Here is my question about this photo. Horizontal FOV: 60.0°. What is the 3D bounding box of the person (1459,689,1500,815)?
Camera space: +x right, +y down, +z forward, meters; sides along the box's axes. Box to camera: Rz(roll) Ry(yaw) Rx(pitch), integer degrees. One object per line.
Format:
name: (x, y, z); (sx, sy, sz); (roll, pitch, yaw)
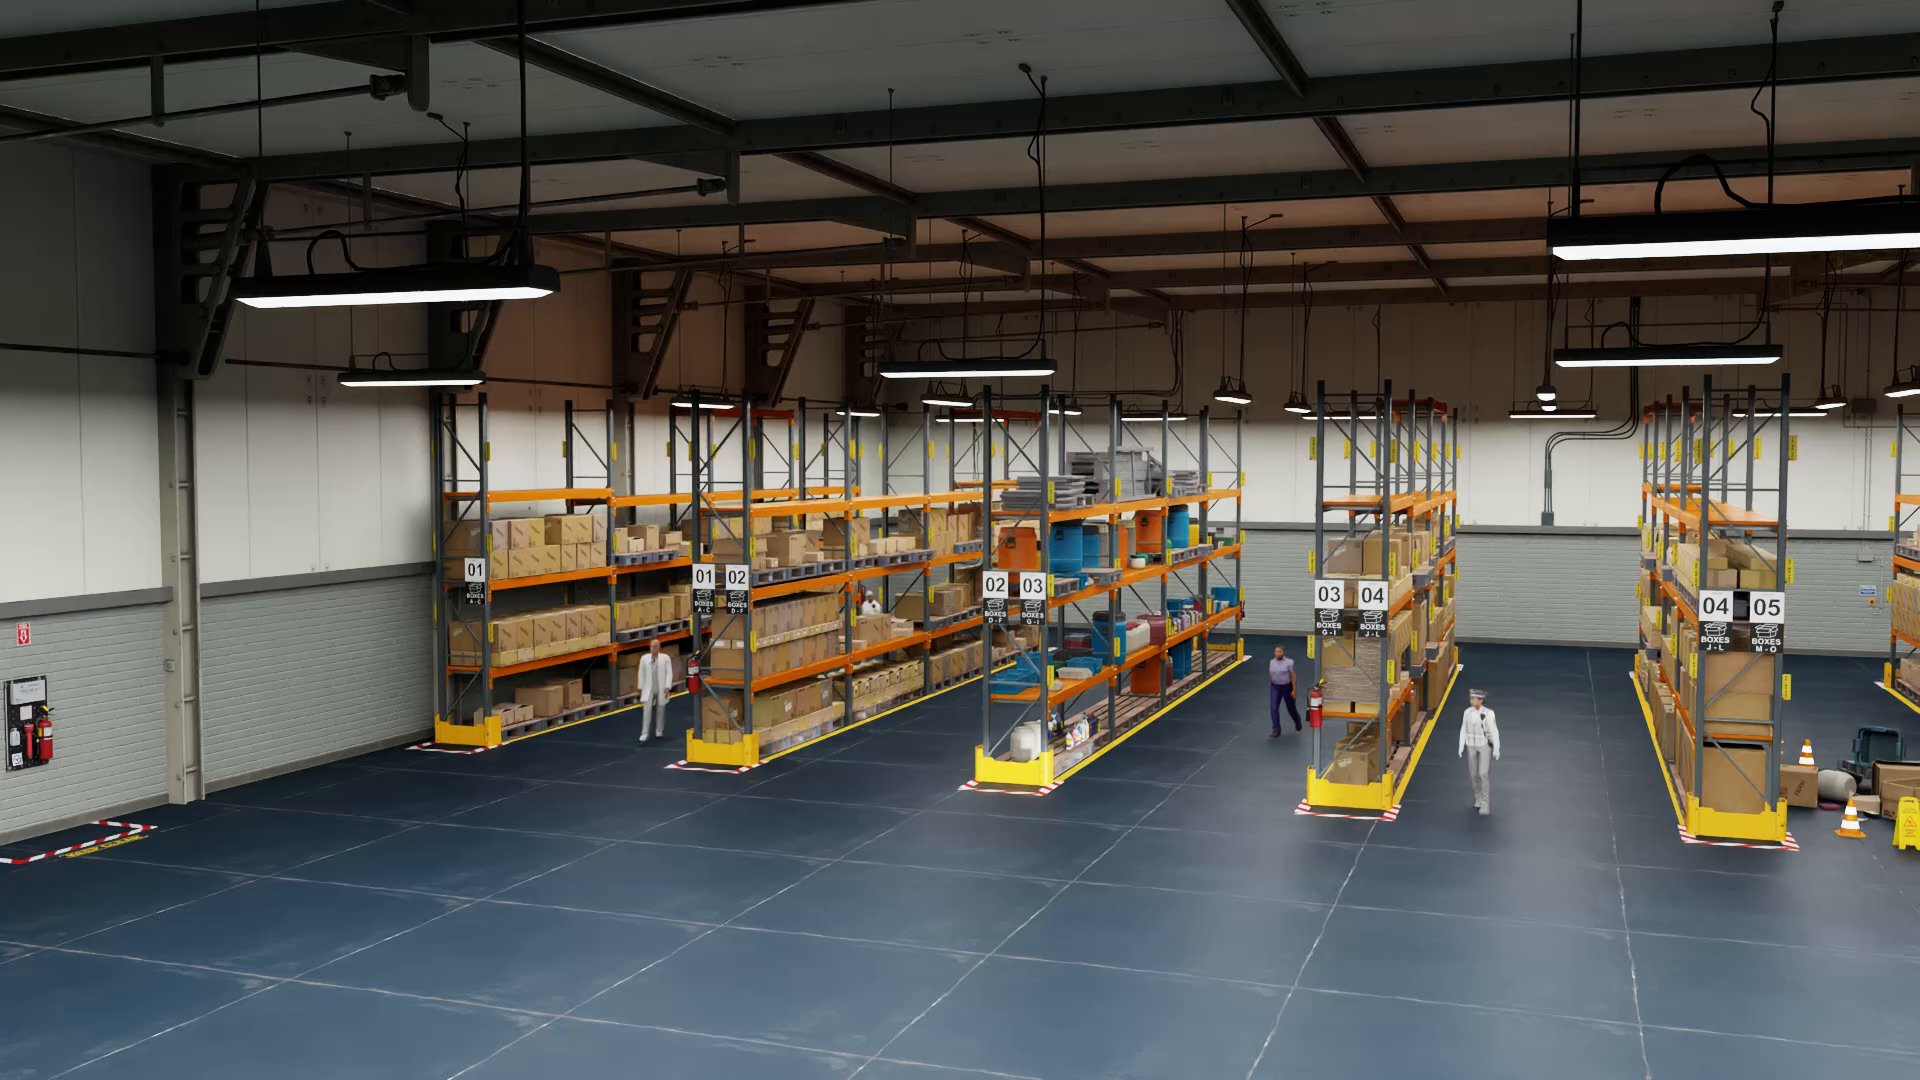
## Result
person: (7.231, 2.933, 23.251); (0.616, 1.690, 0.589); (-3, 4, -44)

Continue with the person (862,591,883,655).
person: (-2.081, 1.984, 39.397); (0.486, 1.572, 0.887); (1, 3, 17)

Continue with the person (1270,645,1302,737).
person: (5.707, 2.634, 29.278); (0.504, 1.608, 0.912); (2, 3, 30)

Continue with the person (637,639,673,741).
person: (-5.261, 2.584, 28.672); (0.592, 1.729, 1.103); (-1, 3, -11)
